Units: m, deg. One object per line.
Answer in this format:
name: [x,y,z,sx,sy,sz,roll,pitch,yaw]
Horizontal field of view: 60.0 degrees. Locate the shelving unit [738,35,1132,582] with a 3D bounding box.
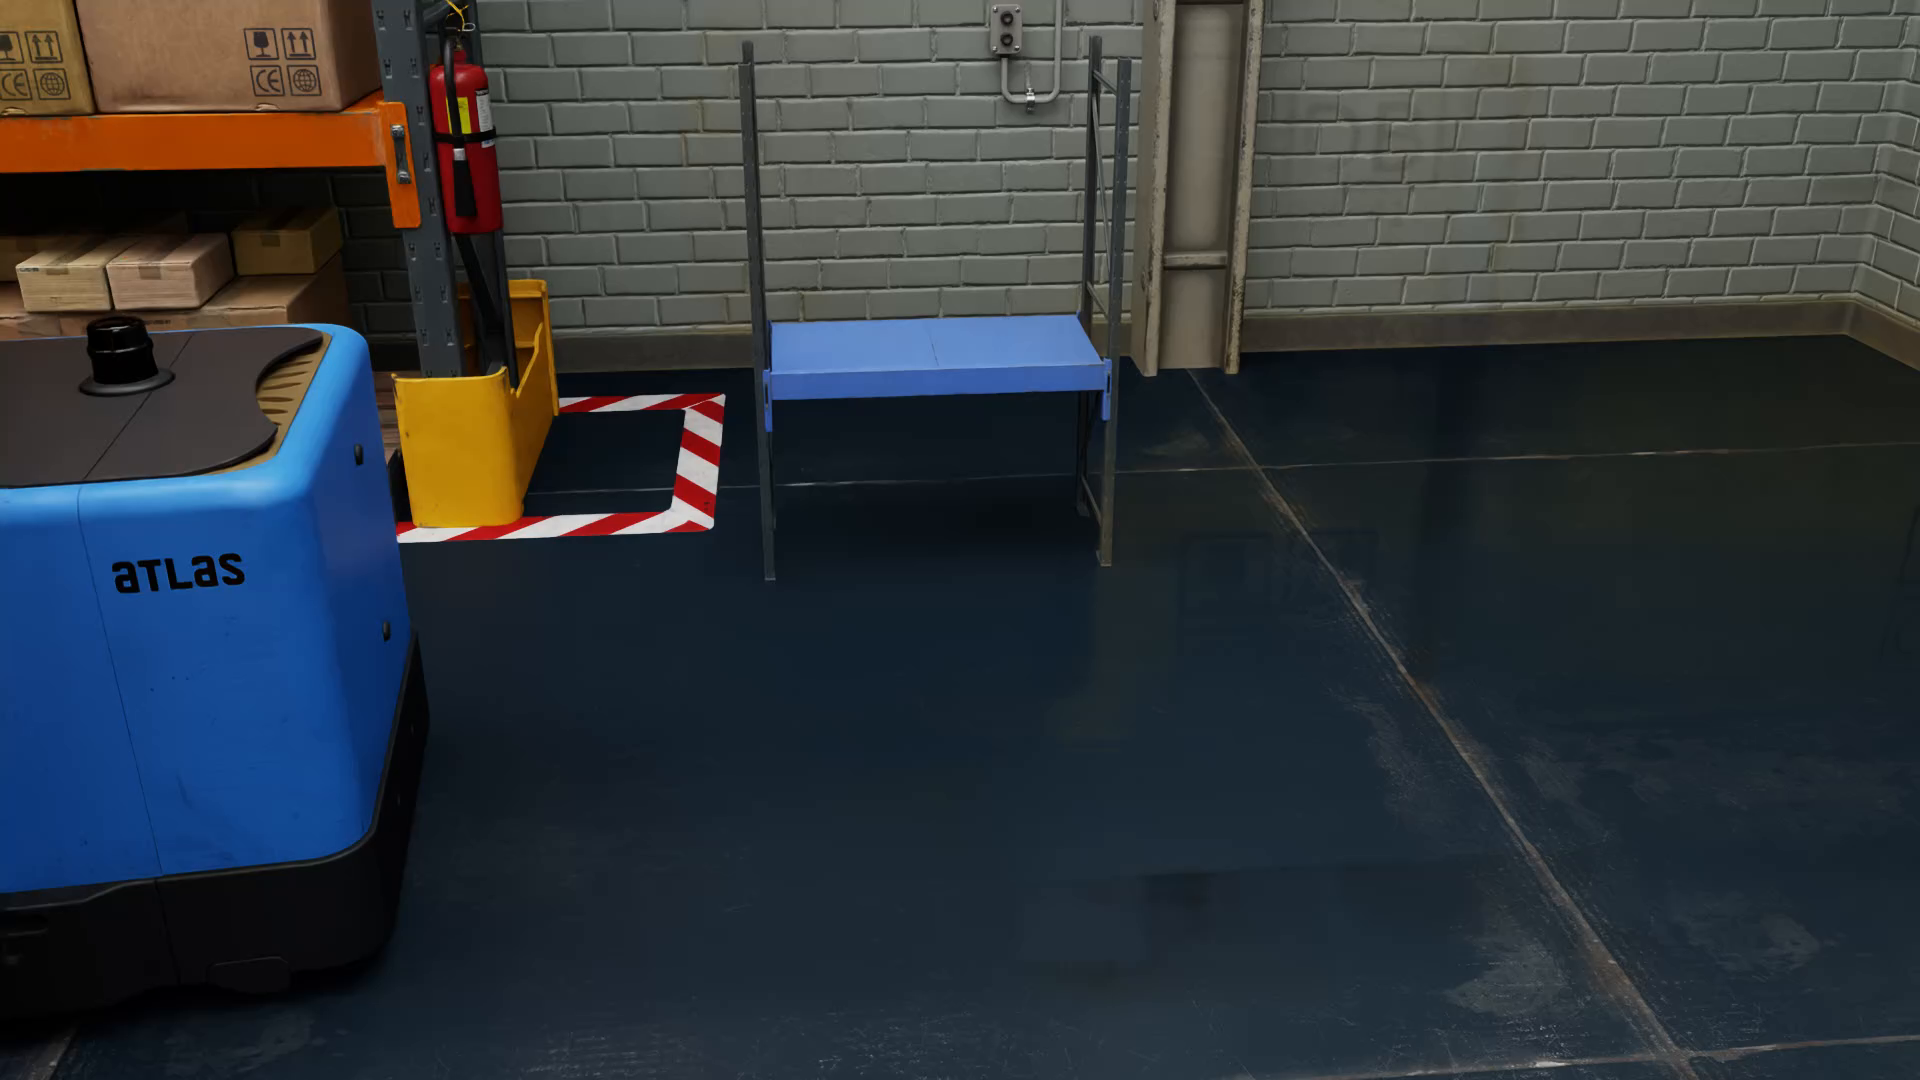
shelving unit: [-0.085,-0.682,4.938,1.048,1.500,0.538,-2,24,-5]

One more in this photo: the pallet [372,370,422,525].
pallet: [-2.463,-0.309,5.685,1.213,0.211,1.003,-2,24,-5]

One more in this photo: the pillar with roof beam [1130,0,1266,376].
pillar with roof beam: [1.350,-3.105,1.158,0.400,9.000,9.100,-2,24,-5]

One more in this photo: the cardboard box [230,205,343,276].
cardboard box: [-2.257,-1.010,5.592,0.250,0.149,0.380,-2,24,-5]

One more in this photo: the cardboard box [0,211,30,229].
cardboard box: [-3.264,-0.969,5.500,0.250,0.149,0.380,-2,24,-4]

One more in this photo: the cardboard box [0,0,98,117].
cardboard box: [-2.905,-1.726,5.071,0.700,0.700,0.980,-2,24,-6]

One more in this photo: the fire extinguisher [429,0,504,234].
fire extinguisher: [-1.480,-1.260,4.947,0.183,0.674,0.296,-2,24,-5]

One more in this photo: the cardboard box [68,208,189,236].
cardboard box: [-2.762,-0.990,5.545,0.250,0.149,0.380,-2,24,-5]

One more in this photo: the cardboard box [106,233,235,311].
cardboard box: [-2.472,-0.846,5.221,0.250,0.149,0.380,-3,24,-6]

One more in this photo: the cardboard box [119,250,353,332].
cardboard box: [-2.362,-0.628,5.530,0.500,0.500,0.700,-2,24,-5]

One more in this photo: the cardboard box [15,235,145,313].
cardboard box: [-2.726,-0.835,5.198,0.250,0.149,0.380,-2,24,-4]

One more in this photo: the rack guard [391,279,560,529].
rack guard: [-1.652,-0.505,5.772,0.348,0.500,1.175,-2,24,-5]

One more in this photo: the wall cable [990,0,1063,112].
wall cable: [-0.494,-2.544,6.031,1.851,1.984,0.084,-2,24,-5]

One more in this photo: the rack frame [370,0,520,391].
rack frame: [-1.675,-1.647,5.262,0.127,3.000,1.000,-2,24,-5]

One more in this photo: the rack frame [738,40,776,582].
rack frame: [-0.591,-0.662,4.892,0.032,1.500,0.500,-2,24,-5]

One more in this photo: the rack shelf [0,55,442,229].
rack shelf: [-3.666,-1.238,5.228,4.000,0.370,1.077,-2,24,-5]

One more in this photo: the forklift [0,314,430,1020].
forklift: [-2.701,-0.542,2.861,3.031,2.935,1.130,-5,24,-11]

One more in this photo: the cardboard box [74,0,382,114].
cardboard box: [-2.182,-1.759,5.146,0.700,0.700,0.980,-1,24,-3]

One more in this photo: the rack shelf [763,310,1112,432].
rack shelf: [-0.085,-0.518,5.011,1.000,0.185,0.538,-2,24,-5]

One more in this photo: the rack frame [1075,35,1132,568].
rack frame: [0.421,-0.702,4.983,0.032,1.500,0.500,-2,24,-5]

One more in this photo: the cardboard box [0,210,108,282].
cardboard box: [-3.011,-0.980,5.523,0.250,0.149,0.380,-2,24,-5]

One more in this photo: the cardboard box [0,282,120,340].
cardboard box: [-2.860,-0.608,5.485,0.500,0.500,0.700,-2,24,-5]
